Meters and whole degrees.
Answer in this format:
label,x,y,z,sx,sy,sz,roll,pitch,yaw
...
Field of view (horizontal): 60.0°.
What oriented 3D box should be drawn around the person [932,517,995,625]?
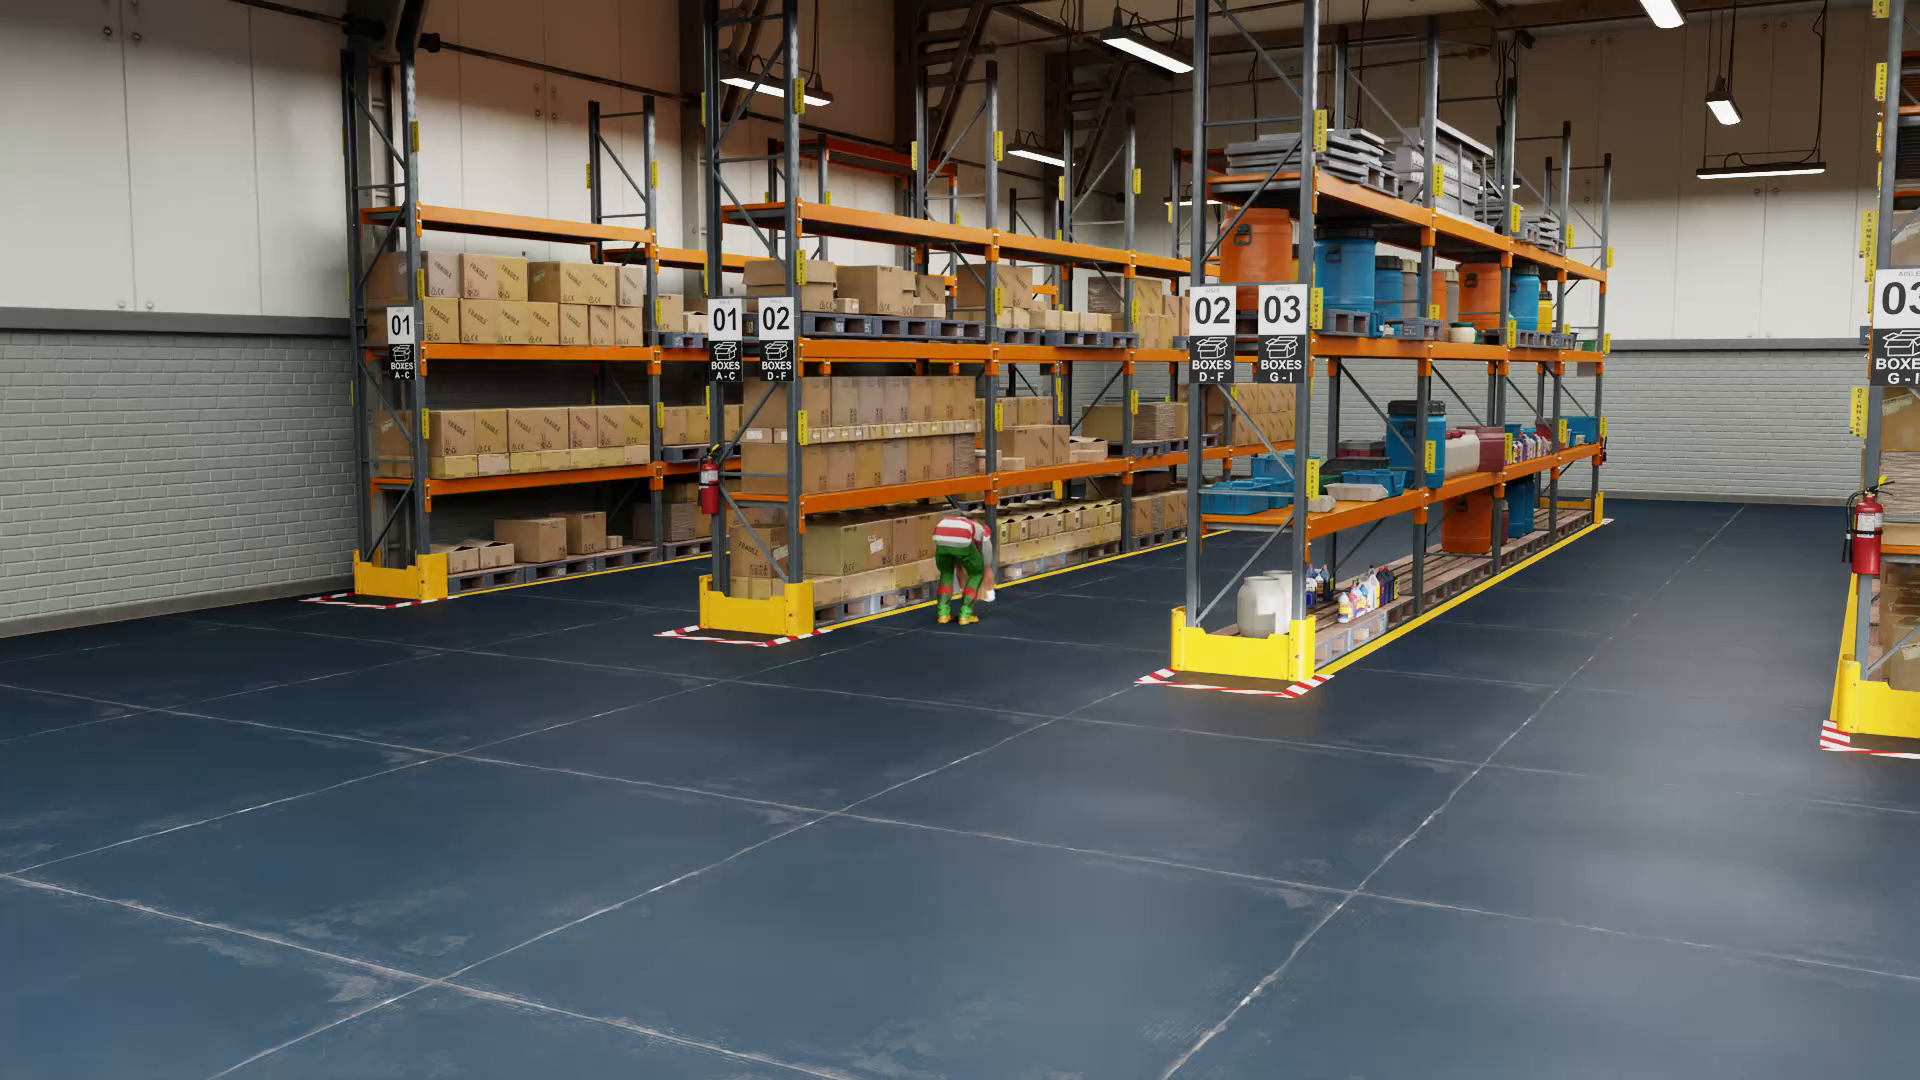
label,x,y,z,sx,sy,sz,roll,pitch,yaw
person,0.061,0.277,16.803,0.517,1.060,0.962,3,7,26
